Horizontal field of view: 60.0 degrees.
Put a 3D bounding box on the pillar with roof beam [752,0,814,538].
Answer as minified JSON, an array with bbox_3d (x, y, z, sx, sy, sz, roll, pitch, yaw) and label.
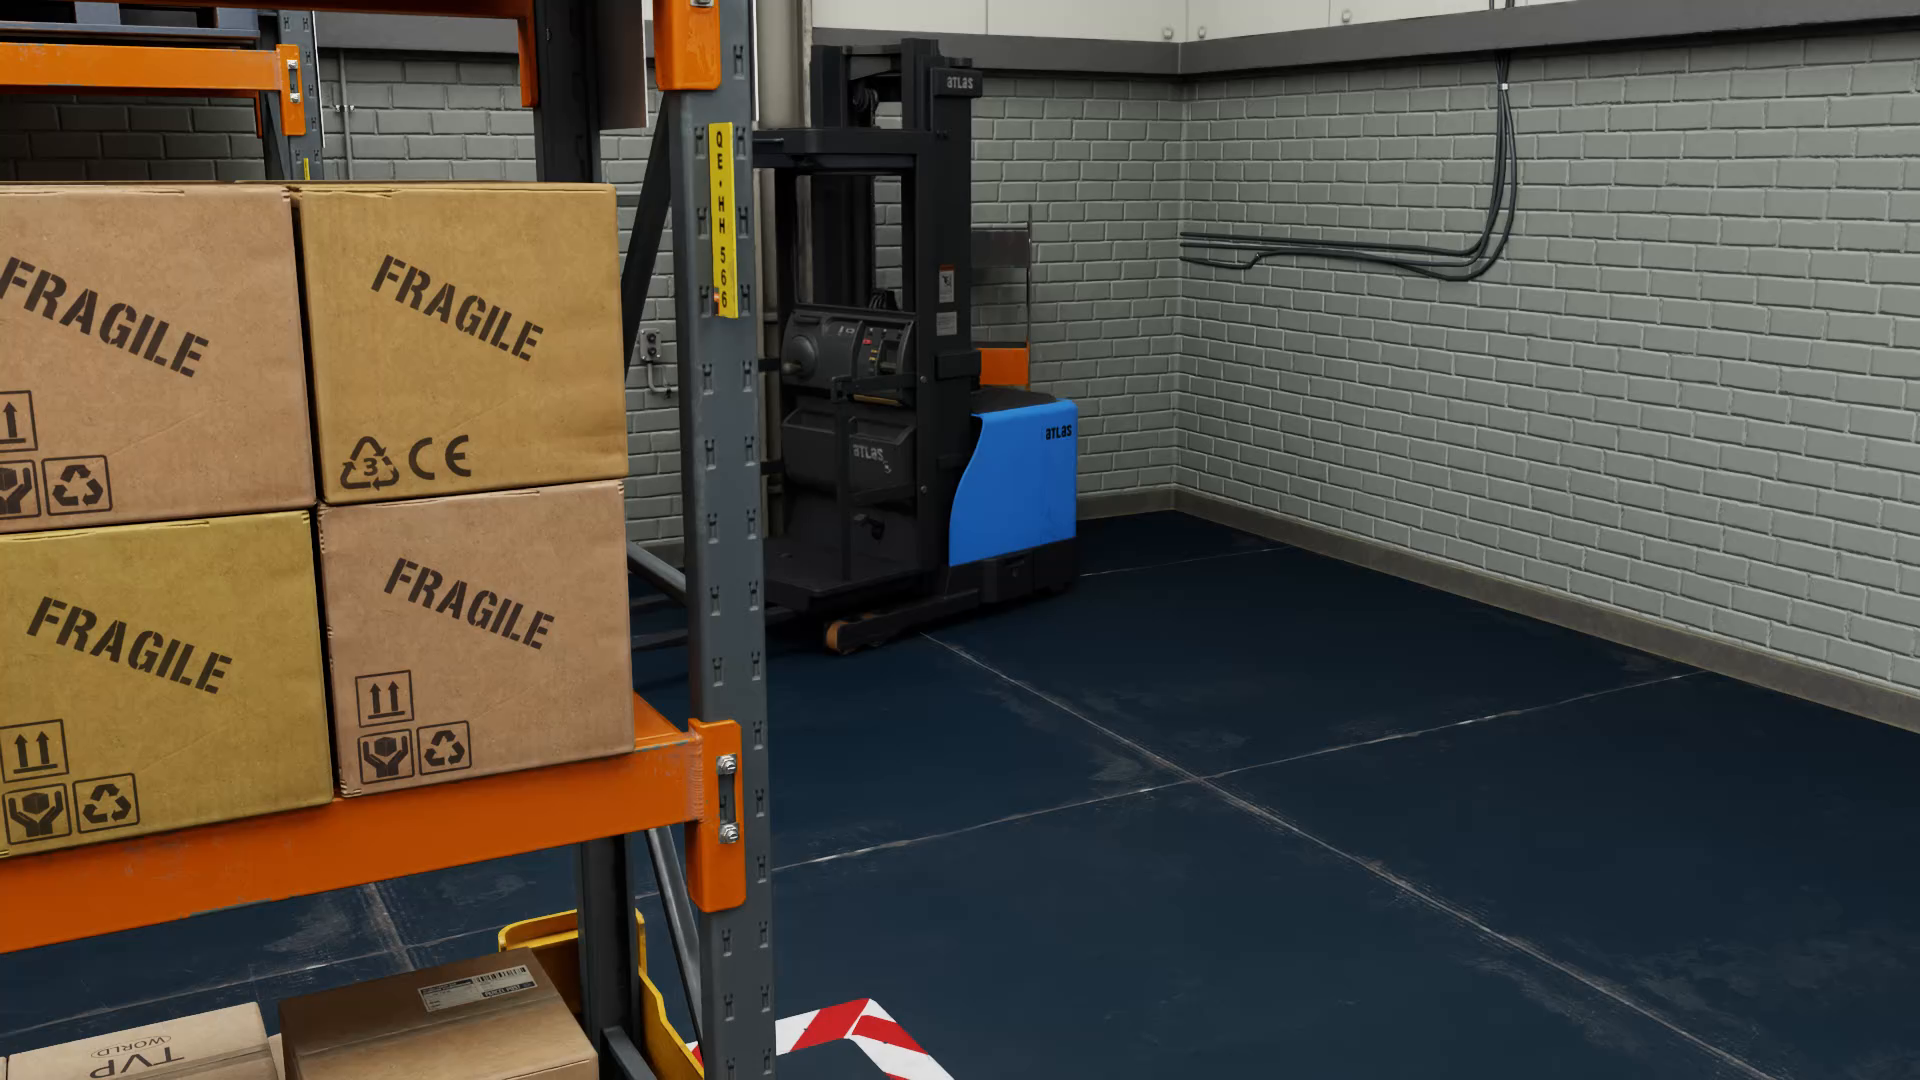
[{"bbox_3d":[0.988,-3.437,5.386,0.400,9.000,9.100,-7,14,-28],"label":"pillar with roof beam"}]

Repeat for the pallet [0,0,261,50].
[{"bbox_3d":[-3.676,-2.229,7.053,1.213,0.211,1.003,-7,14,-28],"label":"pallet"}]

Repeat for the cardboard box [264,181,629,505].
[{"bbox_3d":[-0.912,-0.372,2.924,0.500,0.500,0.500,-7,14,-28],"label":"cardboard box"}]

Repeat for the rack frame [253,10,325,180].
[{"bbox_3d":[-3.030,-0.889,7.728,0.127,3.000,1.000,-7,14,-28],"label":"rack frame"}]

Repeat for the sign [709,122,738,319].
[{"bbox_3d":[-0.405,-0.545,2.842,0.005,0.325,0.100,-7,14,-28],"label":"sign"}]

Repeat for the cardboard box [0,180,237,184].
[{"bbox_3d":[-1.624,-0.419,3.135,0.500,0.500,0.500,-7,14,-27],"label":"cardboard box"}]

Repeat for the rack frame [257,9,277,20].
[{"bbox_3d":[-3.030,-3.816,7.070,0.127,3.000,1.000,-7,14,-28],"label":"rack frame"}]

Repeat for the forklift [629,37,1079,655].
[{"bbox_3d":[-0.728,-0.997,8.363,1.130,2.935,3.031,12,18,43],"label":"forklift"}]

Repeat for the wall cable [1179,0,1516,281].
[{"bbox_3d":[2.106,-2.827,9.748,0.112,2.526,3.097,-7,14,-28],"label":"wall cable"}]

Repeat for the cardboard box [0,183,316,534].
[{"bbox_3d":[-1.355,-0.318,2.687,0.500,0.500,0.500,-6,14,-26],"label":"cardboard box"}]

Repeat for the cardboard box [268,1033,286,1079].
[{"bbox_3d":[-1.404,1.237,3.733,0.250,0.166,0.380,-7,14,-28],"label":"cardboard box"}]

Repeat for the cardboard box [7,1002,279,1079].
[{"bbox_3d":[-1.705,1.247,3.497,0.500,0.250,0.500,-7,14,-28],"label":"cardboard box"}]

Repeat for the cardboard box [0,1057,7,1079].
[{"bbox_3d":[-2.144,1.300,3.263,0.500,0.250,0.500,-7,14,-28],"label":"cardboard box"}]

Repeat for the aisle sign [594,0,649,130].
[{"bbox_3d":[-0.734,-1.267,3.486,0.004,0.787,0.394,-7,14,-28],"label":"aisle sign"}]

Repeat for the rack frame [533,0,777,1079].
[{"bbox_3d":[-0.654,0.064,3.491,0.053,2.616,0.949,-7,14,-28],"label":"rack frame"}]

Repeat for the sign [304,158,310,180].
[{"bbox_3d":[-2.782,-1.464,7.104,0.005,0.325,0.100,-7,14,-28],"label":"sign"}]

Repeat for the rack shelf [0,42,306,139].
[{"bbox_3d":[-4.785,-1.791,6.543,4.000,0.370,1.077,-7,14,-28],"label":"rack shelf"}]

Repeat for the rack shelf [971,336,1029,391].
[{"bbox_3d":[0.179,-0.977,10.229,0.480,0.518,0.431,0,13,1],"label":"rack shelf"}]

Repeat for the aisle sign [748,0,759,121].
[{"bbox_3d":[-0.446,-1.151,2.972,0.004,0.787,0.394,-7,14,-28],"label":"aisle sign"}]

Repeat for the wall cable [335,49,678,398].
[{"bbox_3d":[-2.359,-1.702,9.025,1.851,1.984,0.084,-7,14,-28],"label":"wall cable"}]

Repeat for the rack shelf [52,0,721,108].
[{"bbox_3d":[-2.408,-0.837,2.303,4.000,0.370,1.077,-7,14,-28],"label":"rack shelf"}]

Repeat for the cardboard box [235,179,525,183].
[{"bbox_3d":[-1.169,-0.476,3.386,0.500,0.500,0.500,-6,14,-26],"label":"cardboard box"}]

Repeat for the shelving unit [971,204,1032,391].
[{"bbox_3d":[0.179,-0.990,10.226,0.503,2.100,0.431,0,13,1],"label":"shelving unit"}]

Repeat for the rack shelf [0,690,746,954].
[{"bbox_3d":[-2.408,0.626,2.632,4.000,0.370,1.077,-7,14,-28],"label":"rack shelf"}]

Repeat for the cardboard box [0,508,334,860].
[{"bbox_3d":[-1.369,0.171,2.789,0.500,0.500,0.500,-7,14,-27],"label":"cardboard box"}]

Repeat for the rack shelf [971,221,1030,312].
[{"bbox_3d":[0.179,-1.660,10.075,0.480,0.518,0.431,0,13,1],"label":"rack shelf"}]

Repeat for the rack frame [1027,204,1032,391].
[{"bbox_3d":[0.423,-0.989,10.221,0.015,2.100,0.400,0,13,1],"label":"rack frame"}]

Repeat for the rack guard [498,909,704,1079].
[{"bbox_3d":[-0.720,1.293,3.727,0.348,0.500,1.175,-7,14,-28],"label":"rack guard"}]

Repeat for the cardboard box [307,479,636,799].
[{"bbox_3d":[-0.916,0.116,3.035,0.500,0.500,0.500,-6,14,-26],"label":"cardboard box"}]

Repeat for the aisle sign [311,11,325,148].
[{"bbox_3d":[-2.823,-2.107,7.220,0.004,0.787,0.394,-7,14,-28],"label":"aisle sign"}]

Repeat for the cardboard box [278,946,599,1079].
[{"bbox_3d":[-1.012,1.175,3.249,0.500,0.500,0.500,-7,14,-28],"label":"cardboard box"}]
